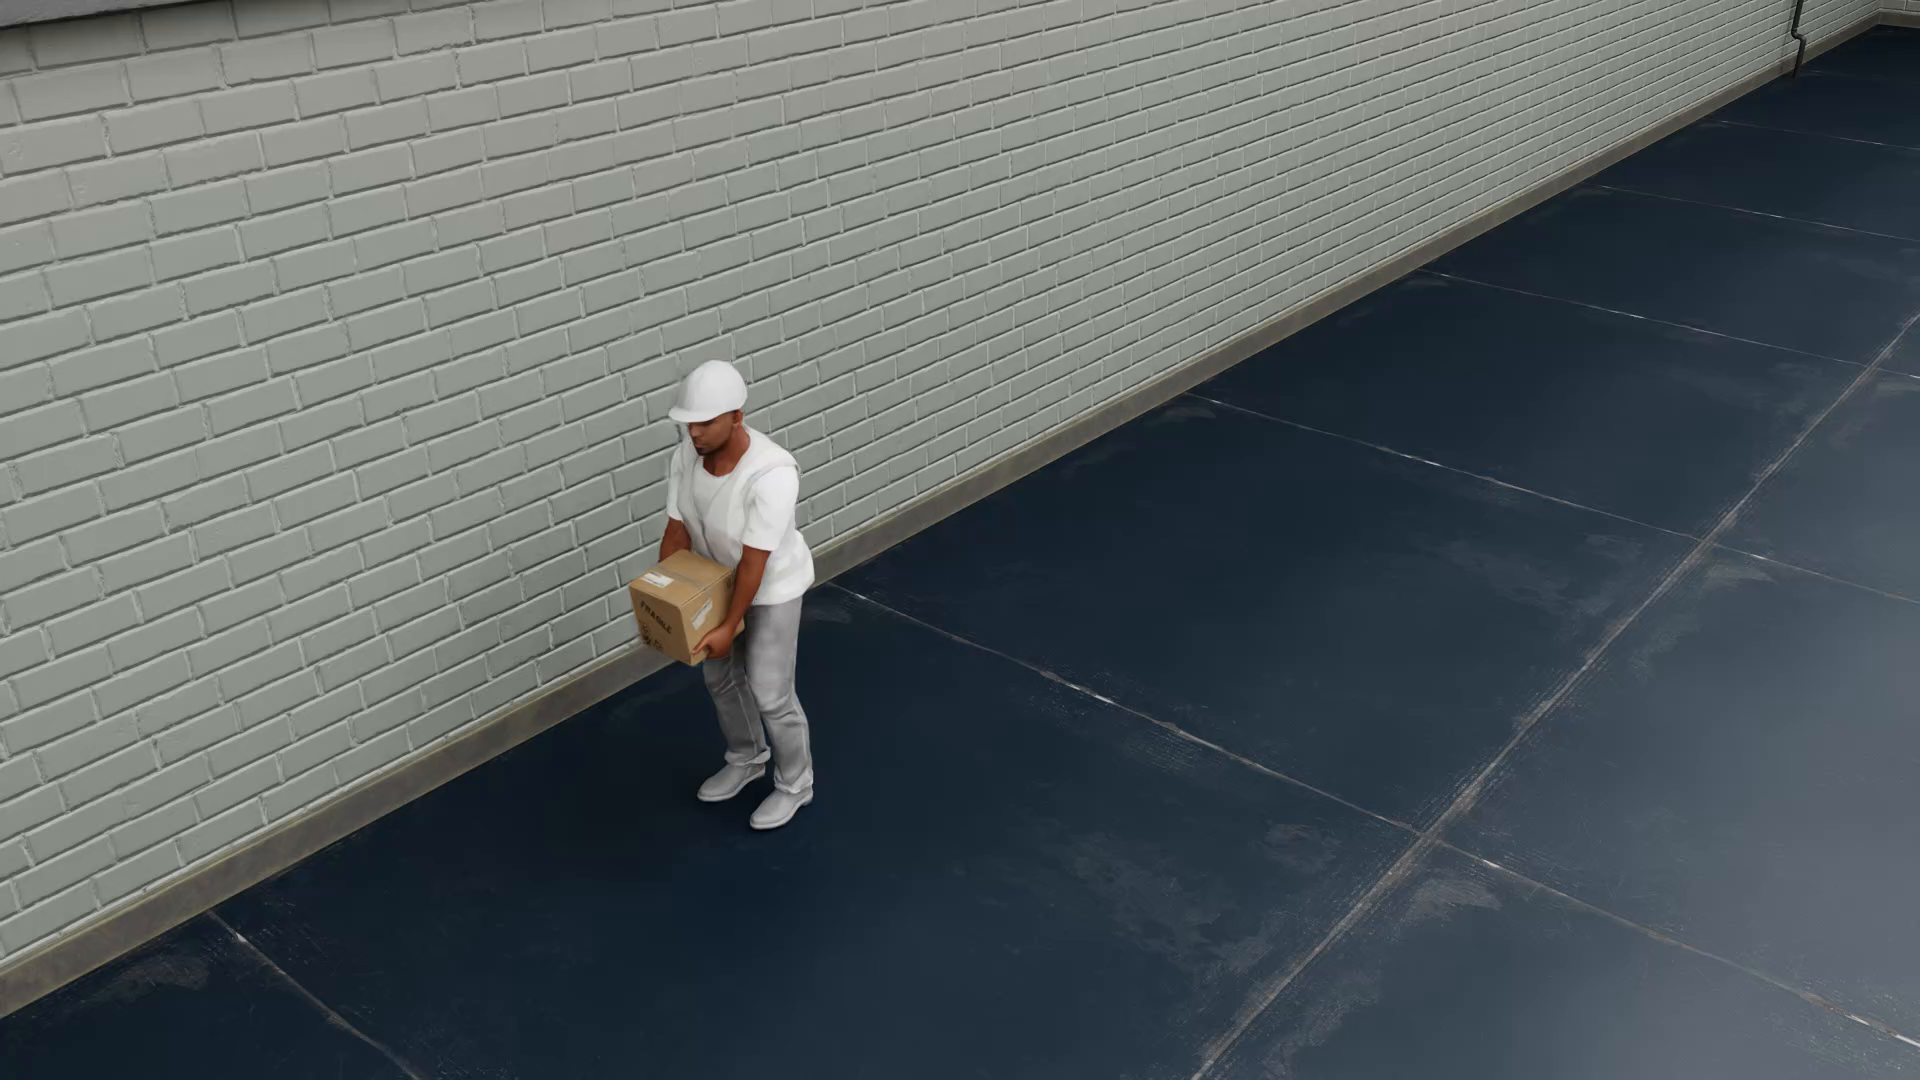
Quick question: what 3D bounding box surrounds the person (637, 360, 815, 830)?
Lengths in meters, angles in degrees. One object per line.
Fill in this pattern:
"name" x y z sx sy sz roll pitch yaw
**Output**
"person" -0.784 0.209 5.706 0.501 1.746 0.592 20 33 34
